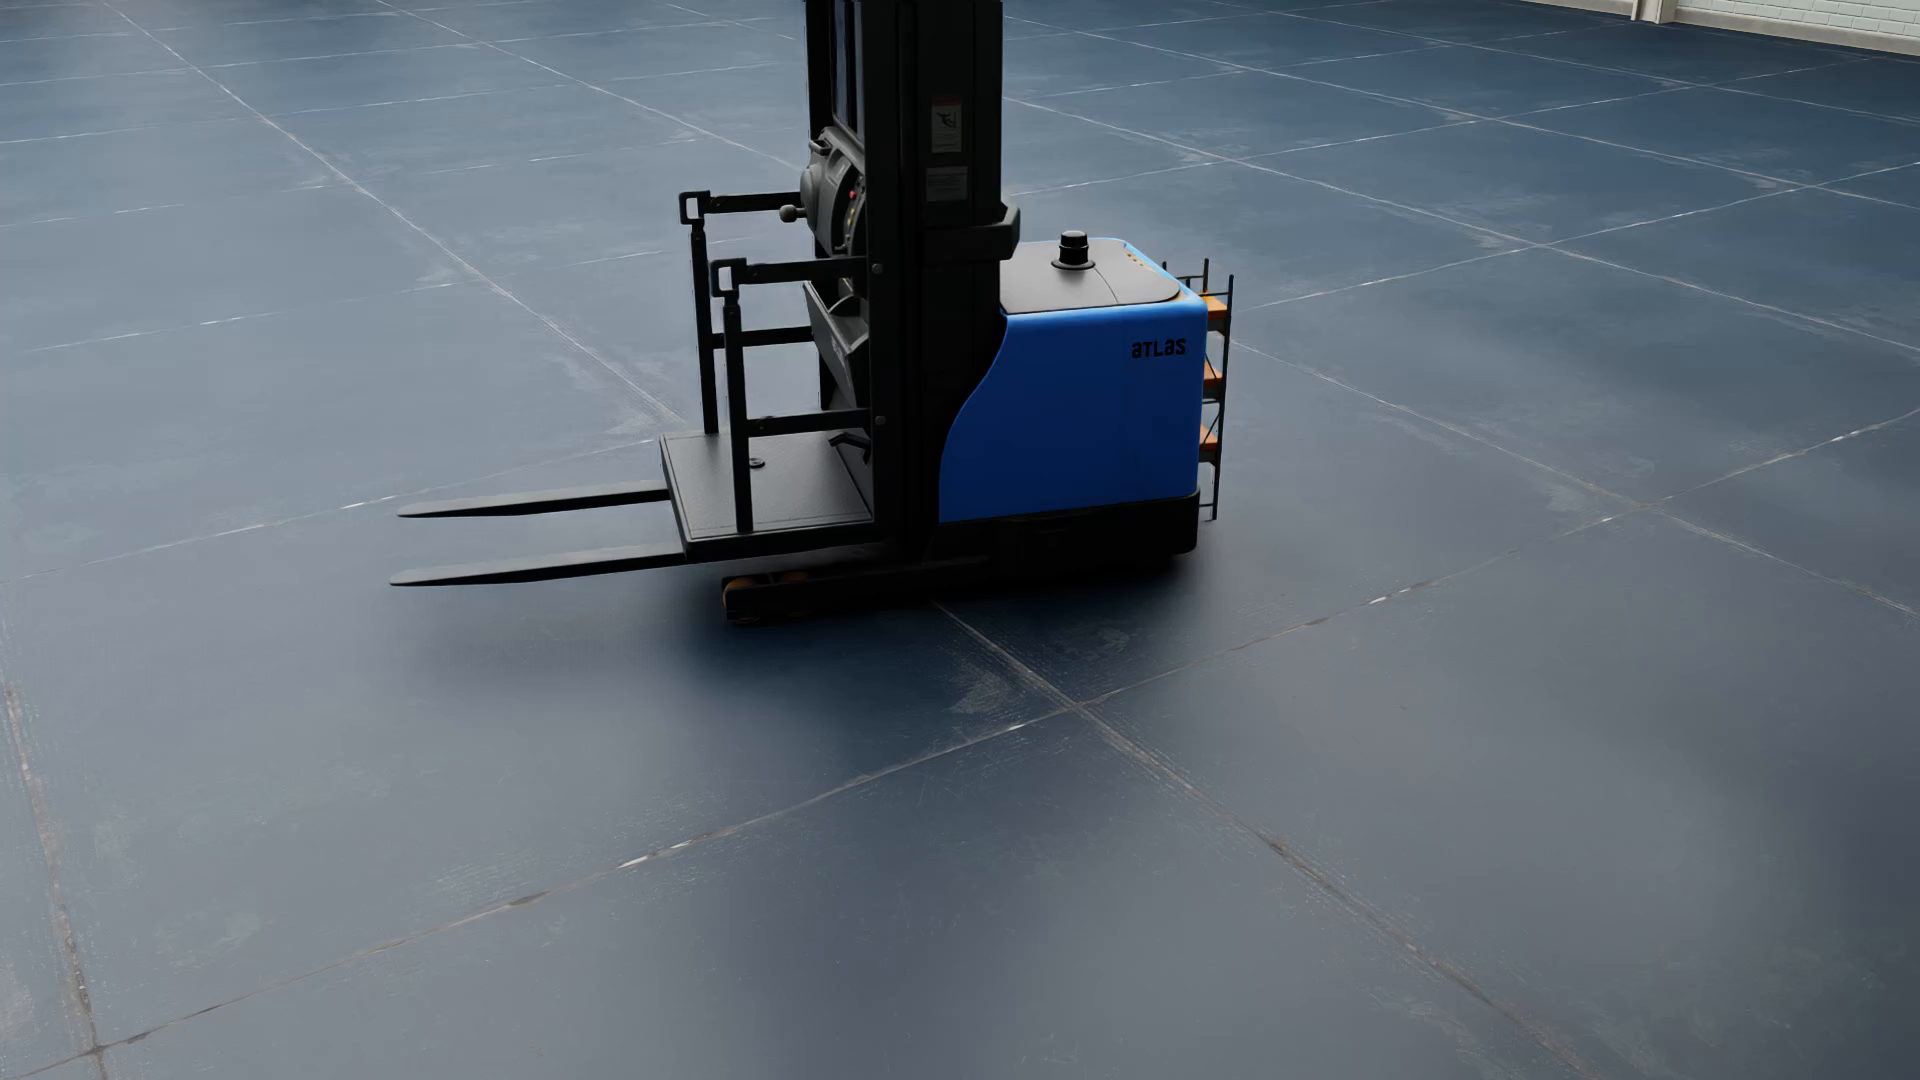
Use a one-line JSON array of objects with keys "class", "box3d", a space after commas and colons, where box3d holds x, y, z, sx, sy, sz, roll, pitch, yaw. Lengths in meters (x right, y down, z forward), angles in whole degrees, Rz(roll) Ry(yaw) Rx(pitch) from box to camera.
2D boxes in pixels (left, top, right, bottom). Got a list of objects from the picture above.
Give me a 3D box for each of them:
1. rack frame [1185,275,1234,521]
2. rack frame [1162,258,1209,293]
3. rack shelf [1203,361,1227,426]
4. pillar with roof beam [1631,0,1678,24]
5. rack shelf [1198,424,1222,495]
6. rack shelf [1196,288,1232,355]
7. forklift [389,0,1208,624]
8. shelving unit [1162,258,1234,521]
[{"class": "rack frame", "box3d": [0.970, -0.547, 6.680, 0.200, 1.050, 0.008, -7, 26, -14]}, {"class": "rack frame", "box3d": [0.905, -0.648, 6.892, 0.200, 1.050, 0.008, -7, 26, -14]}, {"class": "rack shelf", "box3d": [0.937, -0.588, 6.791, 0.215, 0.259, 0.240, -7, 26, -14]}, {"class": "pillar with roof beam", "box3d": [4.704, -9.299, 15.908, 9.100, 9.000, 0.400, -16, 29, -30]}, {"class": "rack shelf", "box3d": [0.937, -0.337, 6.909, 0.215, 0.259, 0.240, -7, 26, -14]}, {"class": "rack shelf", "box3d": [0.937, -0.845, 6.669, 0.215, 0.259, 0.240, -7, 26, -14]}, {"class": "forklift", "box3d": [-0.643, -1.269, 6.004, 3.031, 2.935, 1.130, -6, 26, -13]}, {"class": "shelving unit", "box3d": [0.937, -0.598, 6.786, 0.215, 1.050, 0.252, -7, 26, -14]}]
